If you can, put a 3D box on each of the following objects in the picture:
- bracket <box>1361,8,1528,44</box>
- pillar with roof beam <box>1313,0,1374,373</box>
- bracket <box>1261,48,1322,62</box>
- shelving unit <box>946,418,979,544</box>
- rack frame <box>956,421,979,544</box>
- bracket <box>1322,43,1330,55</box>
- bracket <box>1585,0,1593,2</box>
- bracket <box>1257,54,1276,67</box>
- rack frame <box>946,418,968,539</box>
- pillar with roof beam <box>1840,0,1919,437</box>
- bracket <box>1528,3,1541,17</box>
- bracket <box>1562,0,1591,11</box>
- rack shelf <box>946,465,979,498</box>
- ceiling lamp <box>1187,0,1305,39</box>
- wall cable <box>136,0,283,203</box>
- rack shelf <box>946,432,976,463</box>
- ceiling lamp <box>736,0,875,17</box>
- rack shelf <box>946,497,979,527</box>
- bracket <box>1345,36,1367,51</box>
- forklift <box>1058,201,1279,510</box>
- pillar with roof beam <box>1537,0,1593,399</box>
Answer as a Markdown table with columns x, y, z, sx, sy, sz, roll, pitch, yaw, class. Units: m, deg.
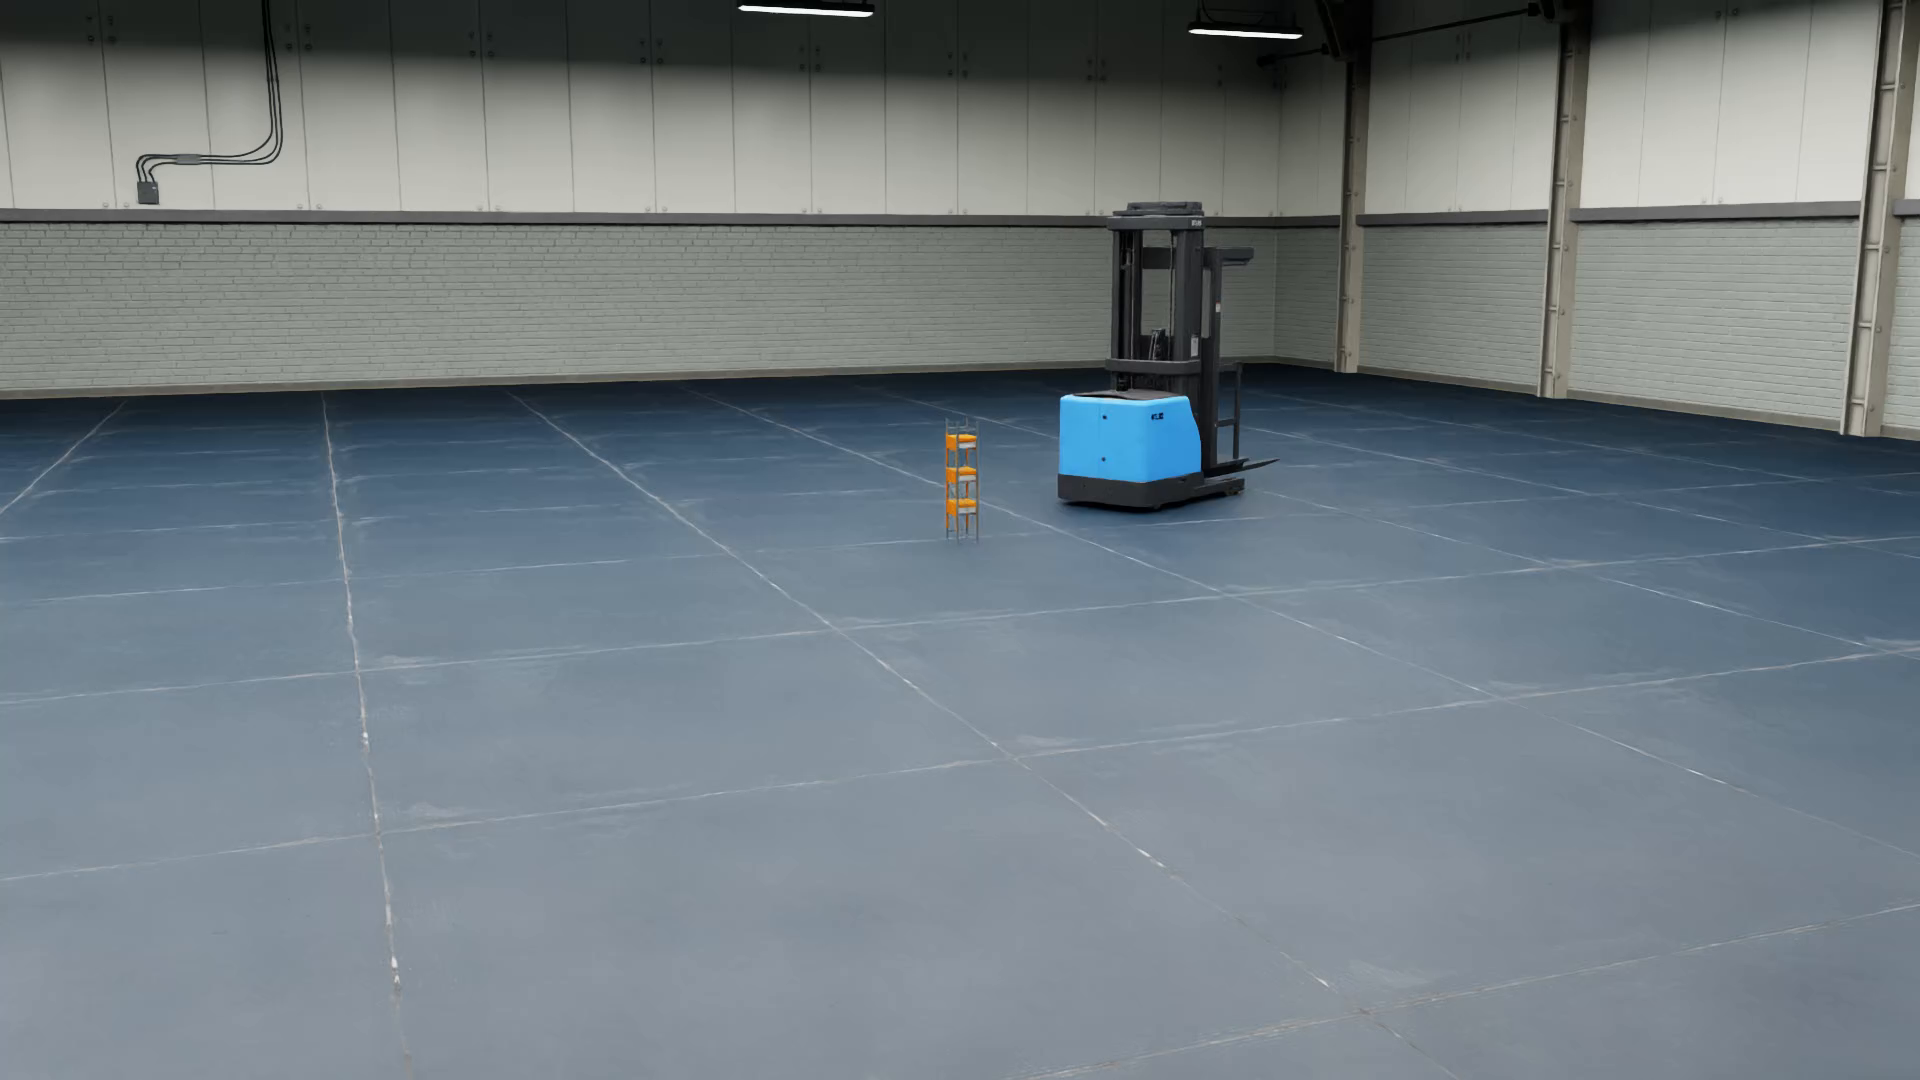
| x | y | z | sx | sy | sz | roll | pitch | yaw | class |
| --- | --- | --- | --- | --- | --- | --- | --- | --- | --- |
| 8.495 | -9.058 | 29.371 | 0.076 | 0.066 | 4.783 | -4 | 11 | -21 | bracket |
| 3.730 | -7.524 | 31.022 | 9.100 | 9.000 | 0.548 | -4 | 11 | -21 | pillar with roof beam |
| 6.616 | -9.905 | 34.130 | 0.076 | 0.066 | 3.189 | -4 | 11 | -21 | bracket |
| 0.019 | -0.508 | 14.279 | 0.215 | 1.050 | 0.252 | -4 | 11 | -21 | shelving unit |
| 0.064 | -0.488 | 14.167 | 0.200 | 1.050 | 0.008 | -4 | 11 | -21 | rack frame |
| 7.261 | -9.614 | 32.497 | 0.235 | 0.232 | 0.430 | -4 | 11 | -21 | bracket |
| 10.670 | -8.079 | 23.865 | 0.076 | 0.066 | 4.783 | -4 | 11 | -21 | bracket |
| 6.402 | -10.001 | 34.672 | 0.235 | 0.232 | 0.430 | -4 | 11 | -21 | bracket |
| -0.025 | -0.528 | 14.391 | 0.200 | 1.050 | 0.008 | -4 | 11 | -21 | rack frame |
| 8.078 | -5.565 | 20.010 | 9.100 | 9.000 | 0.400 | -4 | 11 | -21 | pillar with roof beam |
| 9.435 | -8.635 | 26.991 | 0.235 | 0.232 | 0.430 | -4 | 11 | -21 | bracket |
| 9.736 | -8.499 | 26.229 | 0.235 | 0.232 | 0.430 | -4 | 11 | -21 | bracket |
| 0.019 | -0.498 | 14.281 | 0.215 | 0.259 | 0.240 | -4 | 11 | -21 | rack shelf |
| 4.519 | -9.725 | 26.731 | 2.000 | 3.185 | 0.800 | -4 | 11 | -21 | ceiling lamp |
| -12.598 | -8.637 | 27.569 | 2.305 | 6.003 | 0.169 | -4 | 11 | -21 | wall cable |
| 0.019 | -0.777 | 14.231 | 0.215 | 0.259 | 0.240 | -4 | 11 | -21 | rack shelf |
| -2.322 | -9.259 | 24.112 | 2.000 | 3.185 | 0.800 | -4 | 11 | -21 | ceiling lamp |
| 0.019 | -0.224 | 14.330 | 0.215 | 0.259 | 0.240 | -4 | 11 | -21 | rack shelf |
| 7.562 | -9.479 | 31.735 | 0.235 | 0.232 | 0.430 | -4 | 11 | -21 | bracket |
| 2.275 | -1.939 | 16.949 | 1.130 | 2.935 | 3.031 | 8 | 13 | 38 | forklift |
| 5.904 | -6.544 | 25.516 | 9.100 | 9.000 | 0.548 | -4 | 11 | -21 | pillar with roof beam |
